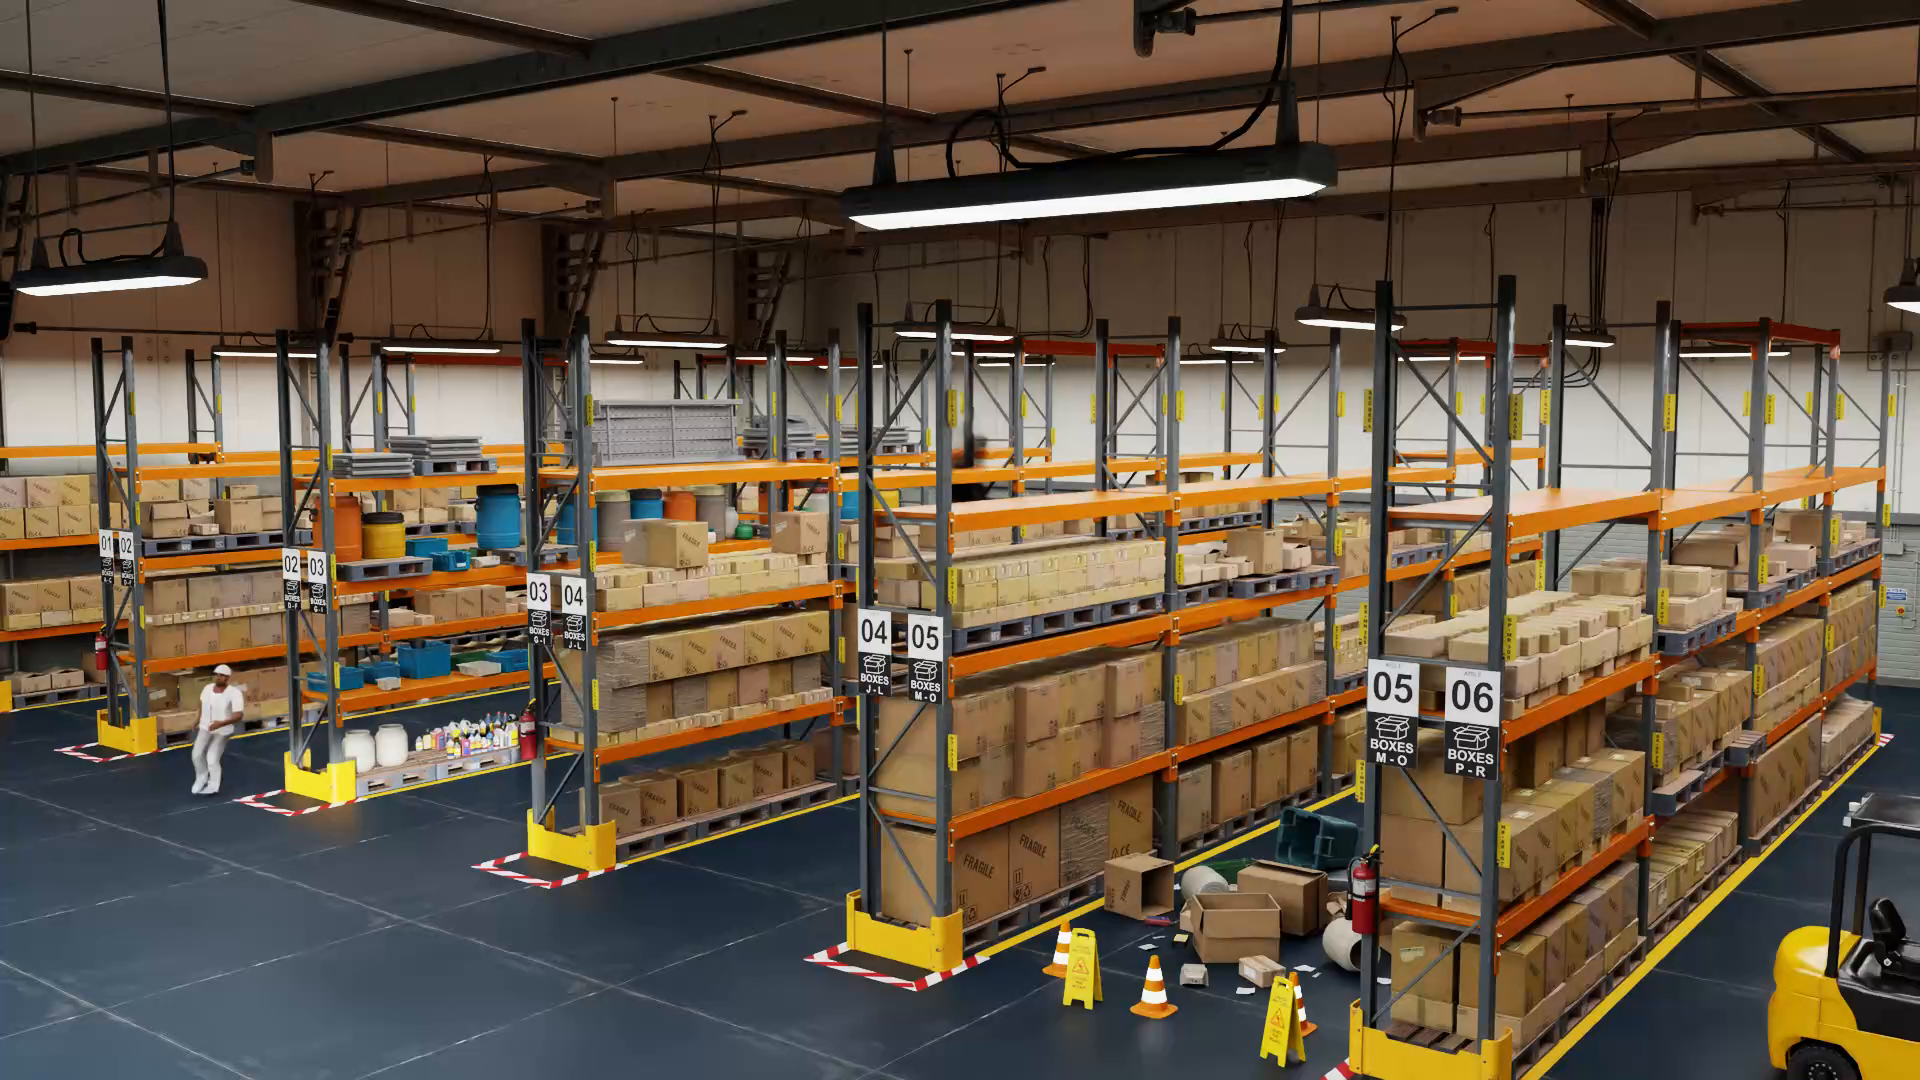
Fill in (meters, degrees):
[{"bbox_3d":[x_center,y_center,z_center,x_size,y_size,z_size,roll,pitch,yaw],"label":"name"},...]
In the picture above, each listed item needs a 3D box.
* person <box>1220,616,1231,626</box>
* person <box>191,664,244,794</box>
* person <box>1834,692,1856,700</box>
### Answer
[{"bbox_3d":[4.235,2.029,26.528,0.570,1.700,0.867,3,6,33],"label":"person"},{"bbox_3d":[-9.560,2.445,21.338,0.727,1.697,0.641,0,5,2],"label":"person"},{"bbox_3d":[13.782,2.087,26.217,0.611,1.600,0.545,-3,6,-30],"label":"person"}]
